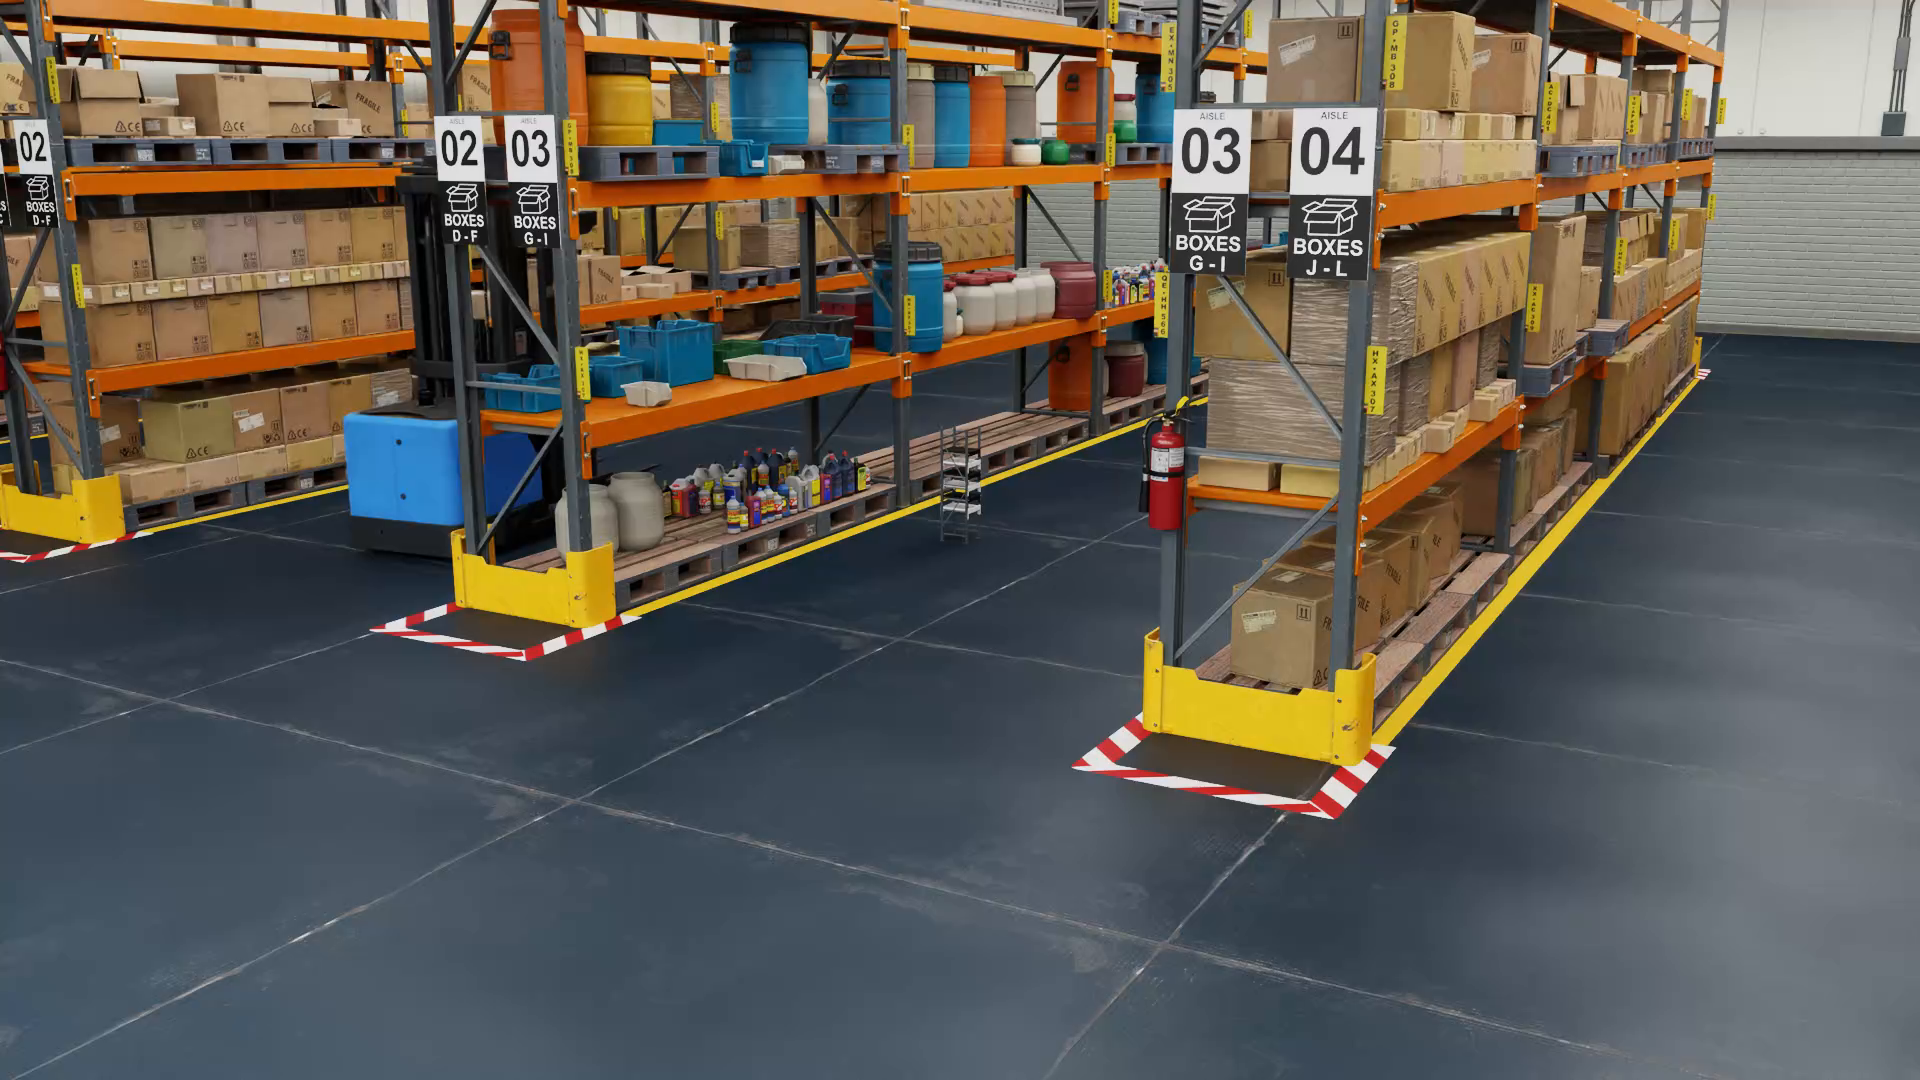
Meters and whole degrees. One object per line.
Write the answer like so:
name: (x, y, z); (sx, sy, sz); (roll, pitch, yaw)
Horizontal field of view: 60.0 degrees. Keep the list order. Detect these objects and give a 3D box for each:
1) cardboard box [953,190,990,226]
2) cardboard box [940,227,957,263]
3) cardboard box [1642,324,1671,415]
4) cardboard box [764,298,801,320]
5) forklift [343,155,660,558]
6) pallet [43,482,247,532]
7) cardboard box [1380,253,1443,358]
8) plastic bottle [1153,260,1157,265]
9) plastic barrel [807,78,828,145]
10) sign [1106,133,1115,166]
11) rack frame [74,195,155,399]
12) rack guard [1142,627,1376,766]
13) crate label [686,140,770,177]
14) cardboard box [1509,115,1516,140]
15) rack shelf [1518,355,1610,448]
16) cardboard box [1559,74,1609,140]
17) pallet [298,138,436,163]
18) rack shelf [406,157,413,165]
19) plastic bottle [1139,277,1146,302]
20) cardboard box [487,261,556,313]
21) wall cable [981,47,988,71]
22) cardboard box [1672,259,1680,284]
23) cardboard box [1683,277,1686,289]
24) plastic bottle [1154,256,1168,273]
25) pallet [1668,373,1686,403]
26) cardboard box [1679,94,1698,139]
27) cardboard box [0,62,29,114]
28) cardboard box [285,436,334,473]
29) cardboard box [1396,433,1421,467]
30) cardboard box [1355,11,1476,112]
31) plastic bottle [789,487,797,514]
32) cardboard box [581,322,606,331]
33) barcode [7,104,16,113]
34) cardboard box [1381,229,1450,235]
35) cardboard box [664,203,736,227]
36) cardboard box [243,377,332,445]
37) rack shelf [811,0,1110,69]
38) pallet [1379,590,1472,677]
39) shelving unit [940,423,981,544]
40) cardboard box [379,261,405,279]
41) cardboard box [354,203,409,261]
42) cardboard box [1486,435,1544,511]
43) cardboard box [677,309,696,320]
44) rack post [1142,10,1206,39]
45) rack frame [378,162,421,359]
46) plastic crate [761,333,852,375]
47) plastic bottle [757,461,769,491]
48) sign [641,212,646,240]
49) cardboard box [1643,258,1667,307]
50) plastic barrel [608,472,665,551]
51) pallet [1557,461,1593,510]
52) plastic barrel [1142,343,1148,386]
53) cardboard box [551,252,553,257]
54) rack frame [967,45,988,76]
cardboard box: (0.109, -5.012, 25.078); (0.500, 0.500, 0.500); (8, 16, 30)
cardboard box: (-0.387, -4.320, 24.340); (0.500, 0.500, 0.500); (7, 15, 28)
cardboard box: (7.018, -1.905, 18.171); (1.225, 0.875, 0.875); (7, 15, 28)
cardboard box: (-2.291, -3.077, 22.190); (0.500, 0.250, 0.500); (7, 15, 28)
forklift: (-3.573, -1.590, 13.375); (1.130, 2.935, 3.031); (6, 15, 22)
pallet: (-6.828, -0.334, 13.970); (1.003, 0.211, 1.213); (7, 15, 28)
cardboard box: (2.261, -1.268, 8.912); (0.500, 0.500, 0.500); (7, 15, 28)
plastic bottle: (2.423, -3.345, 20.755); (0.061, 0.283, 0.133); (7, 15, 28)
plastic barrel: (-1.273, -3.438, 13.357); (0.421, 0.512, 0.421); (0, 14, 0)
sign: (1.526, -3.954, 16.857); (0.100, 0.325, 0.005); (7, 15, 28)
rack frame: (-9.566, -2.909, 18.701); (1.000, 3.000, 0.127); (7, 15, 28)
rack guard: (1.546, 0.795, 8.671); (1.175, 0.500, 0.348); (7, 15, 28)
crate label: (-1.633, -2.699, 11.745); (0.502, 0.251, 0.408); (7, 15, 28)
cardboard box: (3.284, -2.600, 10.486); (0.380, 0.149, 0.250); (7, 15, 25)
rack shelf: (4.409, -1.286, 13.504); (1.077, 0.370, 4.000); (7, 15, 28)
cardboard box: (4.873, -3.464, 13.321); (0.500, 0.500, 0.500); (8, 16, 29)
pallet: (-5.617, -3.586, 15.297); (1.003, 0.211, 1.213); (7, 15, 28)
rack shelf: (-6.665, -5.249, 23.540); (1.077, 0.370, 4.000); (7, 15, 28)
plastic bottle: (2.012, -2.787, 18.470); (0.097, 0.271, 0.097); (0, 14, 0)
cardboard box: (-4.587, -2.661, 17.459); (0.500, 0.500, 0.500); (9, 16, 32)
wall cable: (1.651, -10.047, 31.356); (3.097, 2.526, 0.112); (7, 15, 28)
cardboard box: (8.011, -3.107, 19.206); (0.500, 0.250, 0.500); (7, 15, 28)
cardboard box: (8.496, -3.088, 19.978); (0.380, 0.149, 0.250); (7, 15, 26)
plastic bottle: (2.501, -3.360, 20.677); (0.144, 0.351, 0.185); (7, 15, 28)
pallet: (8.335, -1.910, 20.505); (1.003, 0.211, 1.213); (7, 15, 28)
cardboard box: (8.277, -4.995, 19.629); (0.700, 0.500, 0.500); (8, 16, 30)
cardboard box: (-9.828, -4.664, 17.191); (0.500, 0.500, 0.500); (8, 16, 31)
cardboard box: (-5.981, -0.788, 14.873); (0.500, 0.250, 0.500); (7, 15, 28)
cardboard box: (2.357, -0.517, 9.315); (0.380, 0.149, 0.250); (7, 15, 28)
cardboard box: (2.463, -2.574, 8.993); (0.500, 0.500, 0.500); (7, 15, 28)
plastic bottle: (-1.316, -0.310, 12.950); (0.097, 0.201, 0.097); (0, 14, 0)
cardboard box: (-5.899, -3.562, 25.098); (0.750, 0.750, 0.750); (8, 15, 29)
barcode: (-7.437, -3.385, 13.036); (0.001, 0.075, 0.075); (7, 15, 28)
cardboard box: (3.003, -1.841, 11.290); (0.500, 0.500, 0.500); (7, 15, 28)
cardboard box: (-4.344, -5.261, 27.815); (0.980, 0.700, 0.700); (7, 15, 28)
cardboard box: (-5.980, -1.152, 14.784); (0.500, 0.500, 0.500); (7, 15, 28)
rack shelf: (0.074, -4.569, 15.175); (1.077, 0.370, 4.000); (7, 15, 28)
pallet: (2.560, 0.523, 10.414); (1.003, 0.211, 1.213); (7, 15, 28)
shelving unit: (0.004, -0.439, 12.935); (0.258, 0.900, 0.210); (7, 15, 28)
cardboard box: (-5.417, -2.528, 15.523); (0.380, 0.149, 0.250); (7, 15, 26)
cardboard box: (-5.436, -2.936, 15.832); (0.700, 0.500, 0.500); (7, 15, 28)
cardboard box: (4.275, -0.558, 13.345); (0.700, 0.500, 0.500); (6, 15, 23)
cardboard box: (-4.751, -3.889, 27.203); (0.700, 0.500, 0.500); (8, 16, 29)
rack post: (2.107, -5.672, 18.426); (0.937, 0.300, 0.954); (9, 16, 34)
rack frame: (-5.227, -2.349, 16.376); (1.000, 3.000, 0.127); (7, 15, 28)
plastic crate: (-1.190, -1.457, 12.993); (0.499, 0.251, 0.616); (7, 15, 28)
plastic bottle: (-1.611, -0.512, 13.641); (0.097, 0.271, 0.097); (0, 14, 0)
sign: (-3.773, -3.753, 19.901); (0.100, 0.325, 0.005); (7, 15, 28)
cardboard box: (7.323, -2.789, 17.988); (0.500, 0.500, 0.500); (7, 15, 28)
plastic barrel: (-2.333, -0.207, 11.906); (0.421, 0.512, 0.421); (0, 14, 0)
pallet: (4.997, -0.531, 14.784); (1.003, 0.211, 1.213); (7, 15, 28)
plastic barrel: (2.003, -2.062, 19.600); (0.421, 0.512, 0.421); (0, 14, 0)
cardboard box: (-6.132, -4.131, 24.261); (0.380, 0.149, 0.250); (7, 15, 28)
rack frame: (0.574, -7.727, 25.885); (1.000, 3.000, 0.127); (7, 15, 28)
